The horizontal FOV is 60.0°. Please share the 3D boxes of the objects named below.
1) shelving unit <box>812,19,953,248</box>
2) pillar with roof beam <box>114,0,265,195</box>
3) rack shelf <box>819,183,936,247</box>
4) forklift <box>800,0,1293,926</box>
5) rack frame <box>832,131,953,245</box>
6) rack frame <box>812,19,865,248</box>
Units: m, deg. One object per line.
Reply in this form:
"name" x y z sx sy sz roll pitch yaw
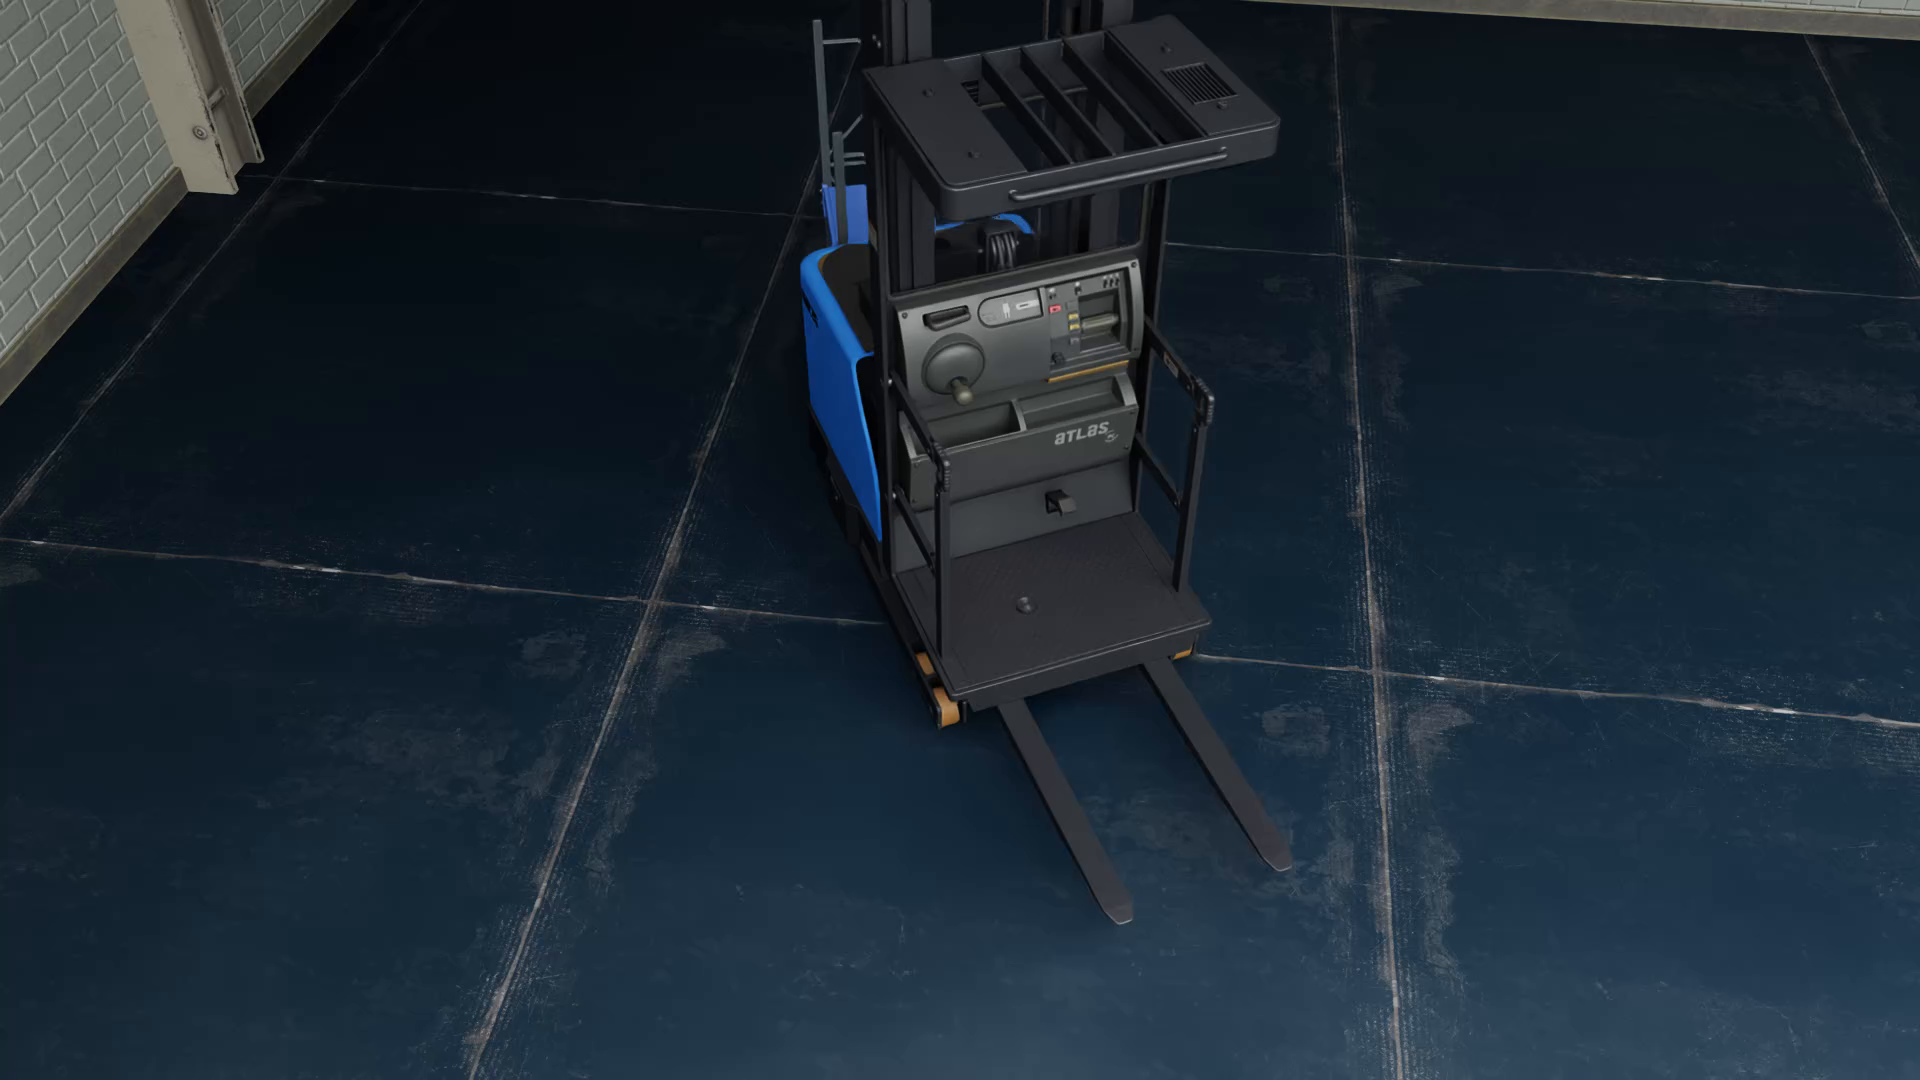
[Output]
"shelving unit" -0.354 -1.502 7.768 0.538 1.500 1.048 -6 44 -6
"pillar with roof beam" 0.077 -4.961 5.967 9.100 9.000 0.400 5 44 6
"rack shelf" -0.354 -1.372 7.892 0.538 0.185 1.000 -6 44 -6
"forklift" 0.305 -0.664 5.841 1.130 2.935 3.031 -15 45 -15
"rack frame" -0.280 -1.157 7.403 0.500 1.500 0.032 -6 44 -6
"rack frame" -0.428 -1.848 8.133 0.500 1.500 0.032 -6 44 -6
